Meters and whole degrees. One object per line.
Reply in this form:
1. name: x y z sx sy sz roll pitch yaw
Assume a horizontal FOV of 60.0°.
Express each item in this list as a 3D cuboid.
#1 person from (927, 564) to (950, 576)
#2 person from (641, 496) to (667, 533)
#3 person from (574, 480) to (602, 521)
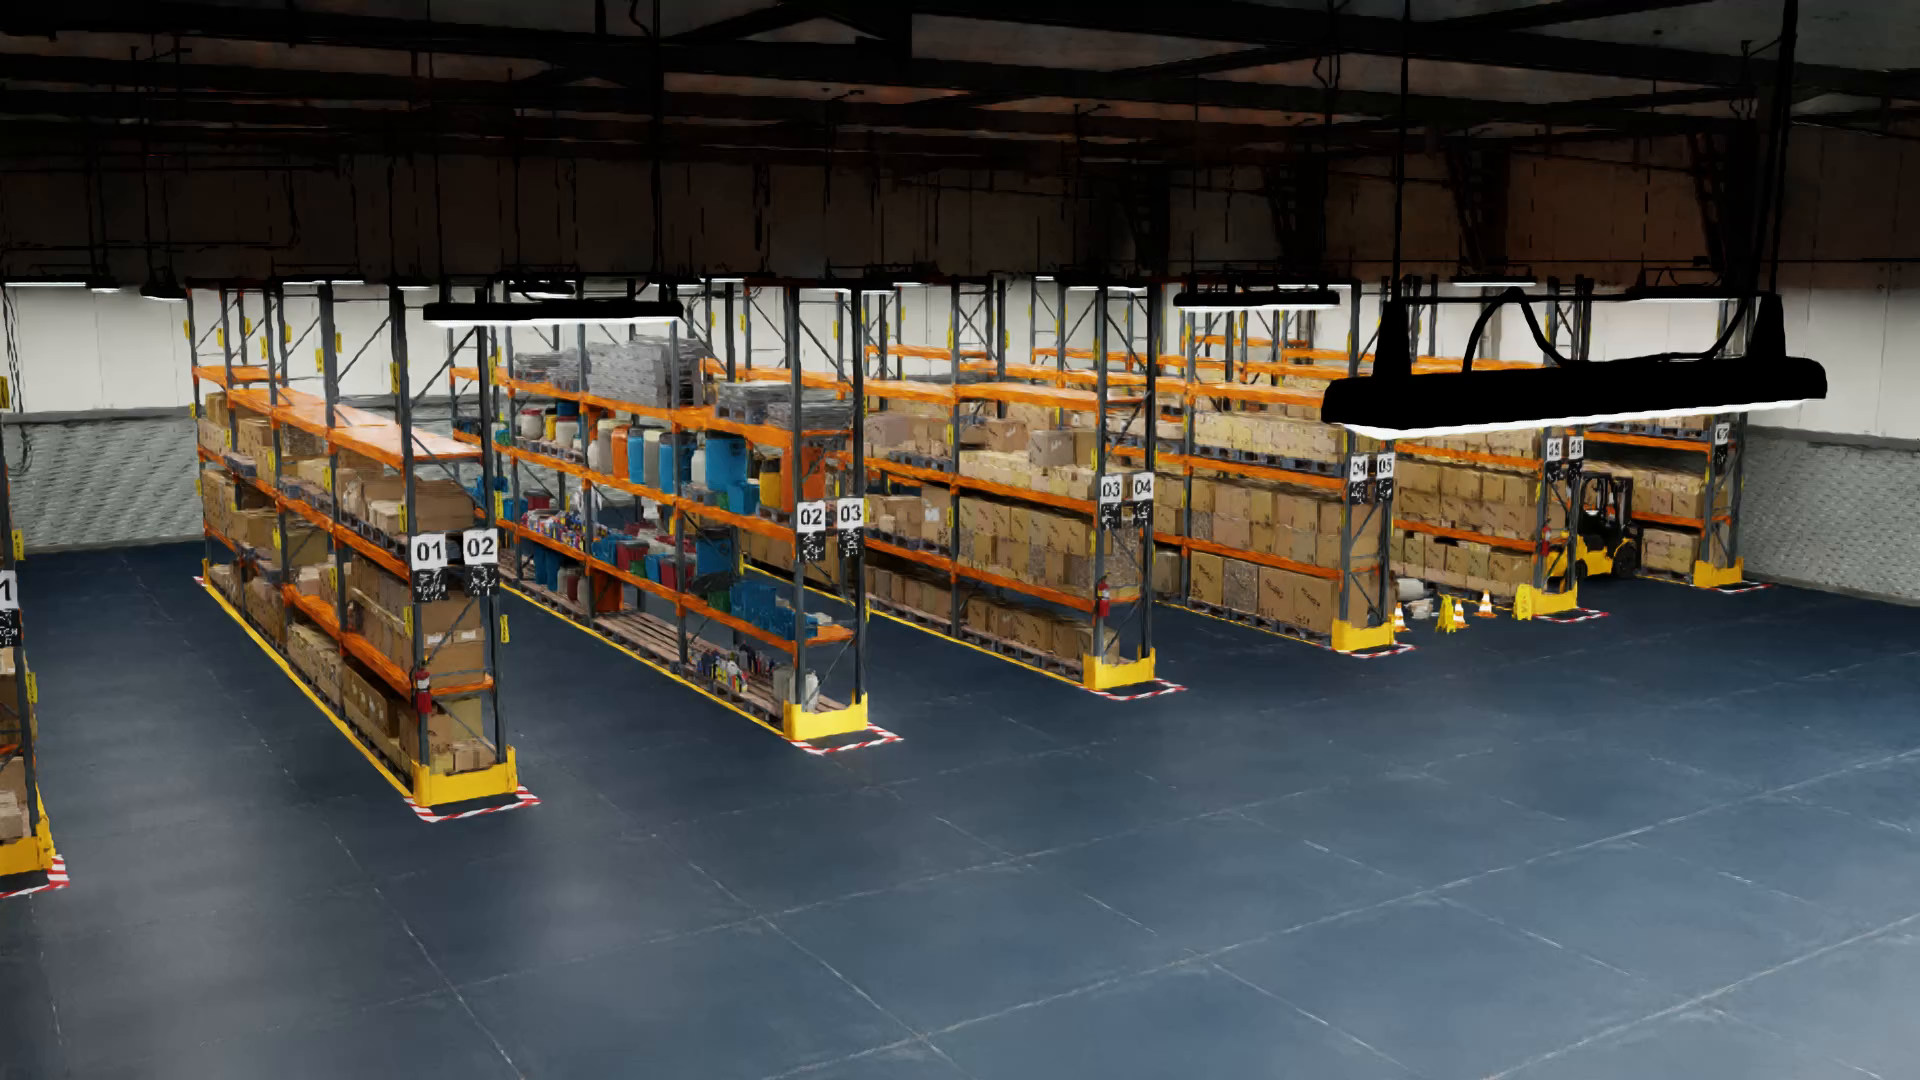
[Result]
1. person: -0.415 -0.104 33.766 0.463 1.589 0.989 -6 11 -33
2. person: -6.555 -0.468 35.471 0.606 1.762 0.457 6 11 31
3. person: -8.405 -0.750 37.609 0.639 1.632 0.506 -7 12 -34
